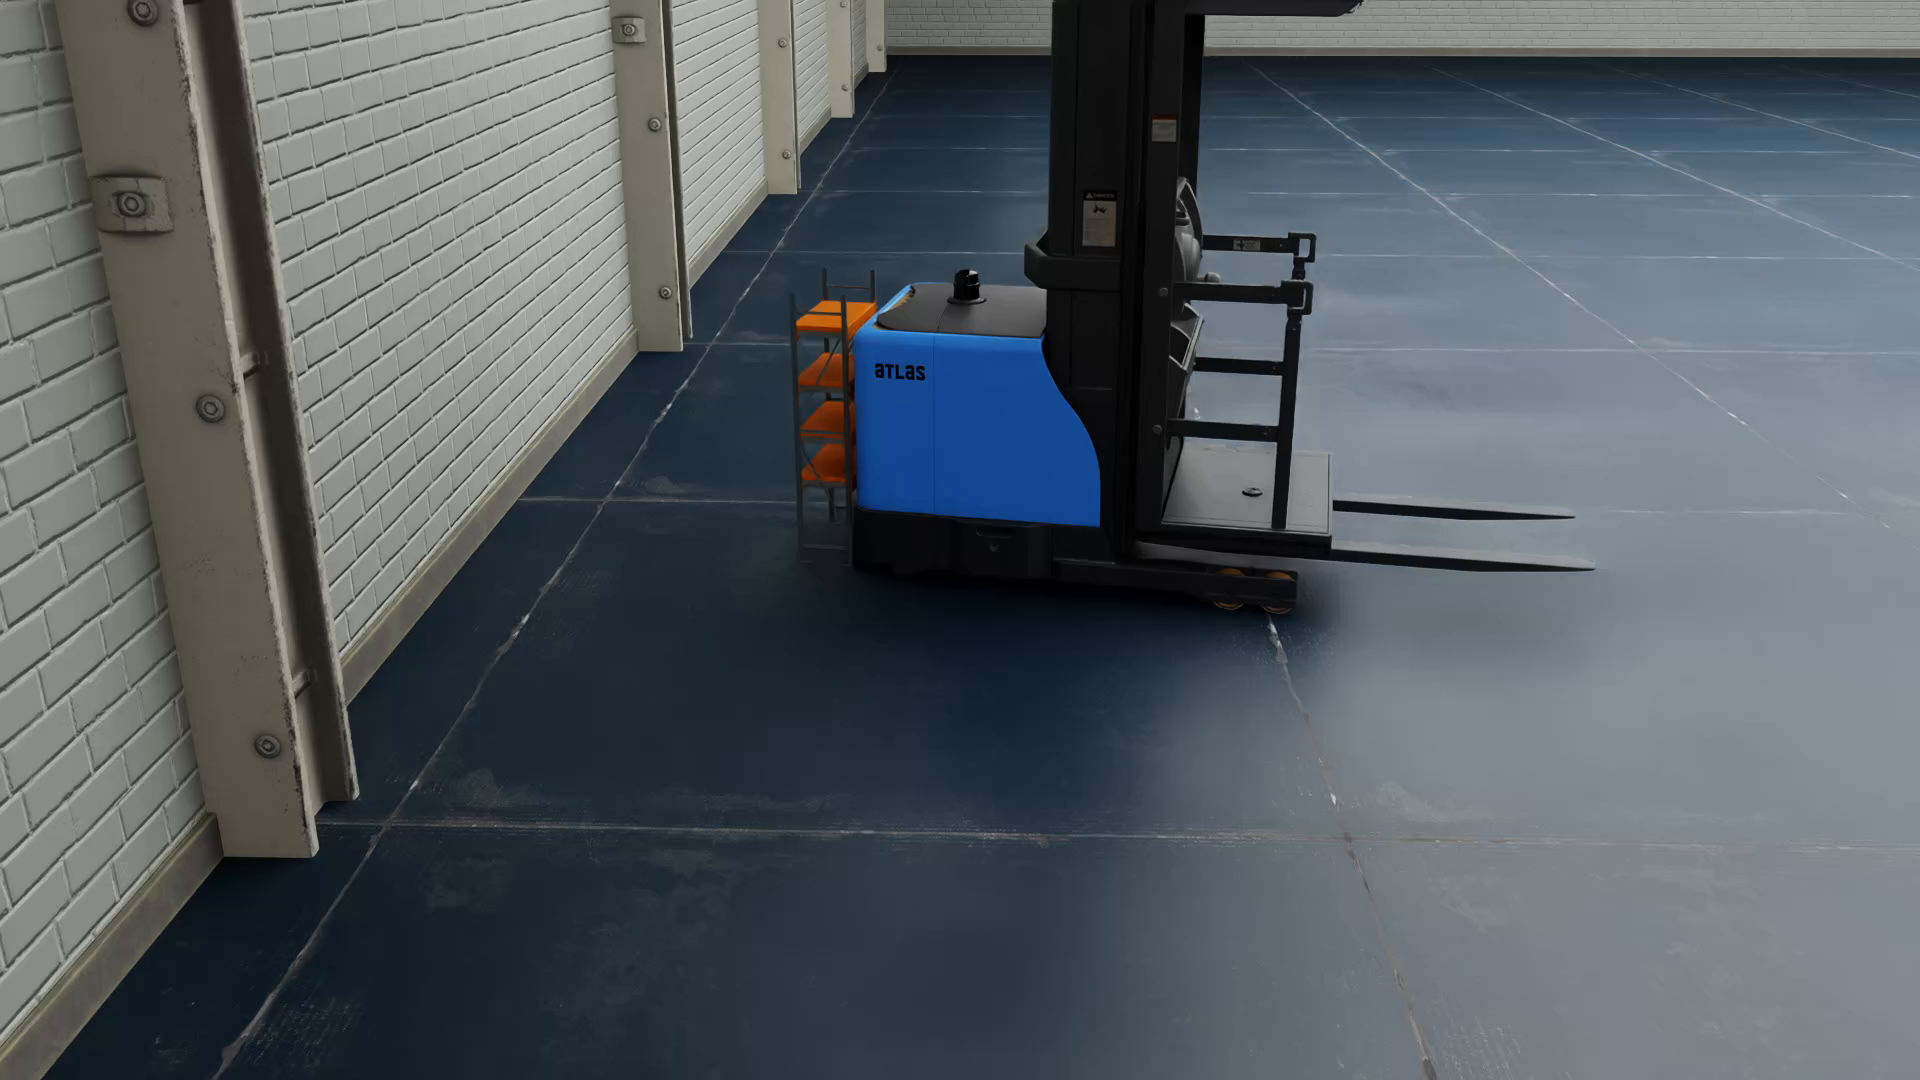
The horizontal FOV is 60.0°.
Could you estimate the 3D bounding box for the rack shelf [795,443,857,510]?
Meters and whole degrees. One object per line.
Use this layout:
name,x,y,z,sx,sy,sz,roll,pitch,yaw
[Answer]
rack shelf,-0.535,-0.292,7.357,0.258,0.148,0.480,4,22,11

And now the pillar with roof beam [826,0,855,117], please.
pillar with roof beam,2.738,-9.766,20.258,9.100,9.000,0.400,1,21,2

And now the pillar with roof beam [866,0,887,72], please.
pillar with roof beam,2.920,-11.935,25.849,9.100,9.000,0.400,1,21,2

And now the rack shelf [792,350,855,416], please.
rack shelf,-0.535,-0.685,7.204,0.258,0.148,0.480,4,22,11

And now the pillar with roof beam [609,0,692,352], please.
pillar with roof beam,2.373,-5.427,9.076,9.100,9.000,0.400,1,21,2

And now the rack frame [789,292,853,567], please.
rack frame,-0.583,-0.453,7.037,0.240,1.200,0.015,4,22,11

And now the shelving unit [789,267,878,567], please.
shelving unit,-0.535,-0.539,7.260,0.258,1.200,0.503,4,22,11

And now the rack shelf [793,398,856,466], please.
rack shelf,-0.535,-0.477,7.285,0.258,0.148,0.480,4,22,11

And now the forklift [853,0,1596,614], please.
forklift,1.120,-1.276,6.766,3.031,2.935,1.130,4,22,11

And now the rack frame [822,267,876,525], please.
rack frame,-0.486,-0.626,7.483,0.240,1.200,0.015,4,22,11

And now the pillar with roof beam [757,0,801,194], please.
pillar with roof beam,2.555,-7.596,14.667,9.100,9.000,0.400,1,21,2

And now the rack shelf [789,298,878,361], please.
rack shelf,-0.535,-0.906,7.118,0.258,0.148,0.480,4,22,11

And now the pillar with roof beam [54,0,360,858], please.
pillar with roof beam,2.190,-3.258,3.484,9.100,9.000,0.400,1,21,2
